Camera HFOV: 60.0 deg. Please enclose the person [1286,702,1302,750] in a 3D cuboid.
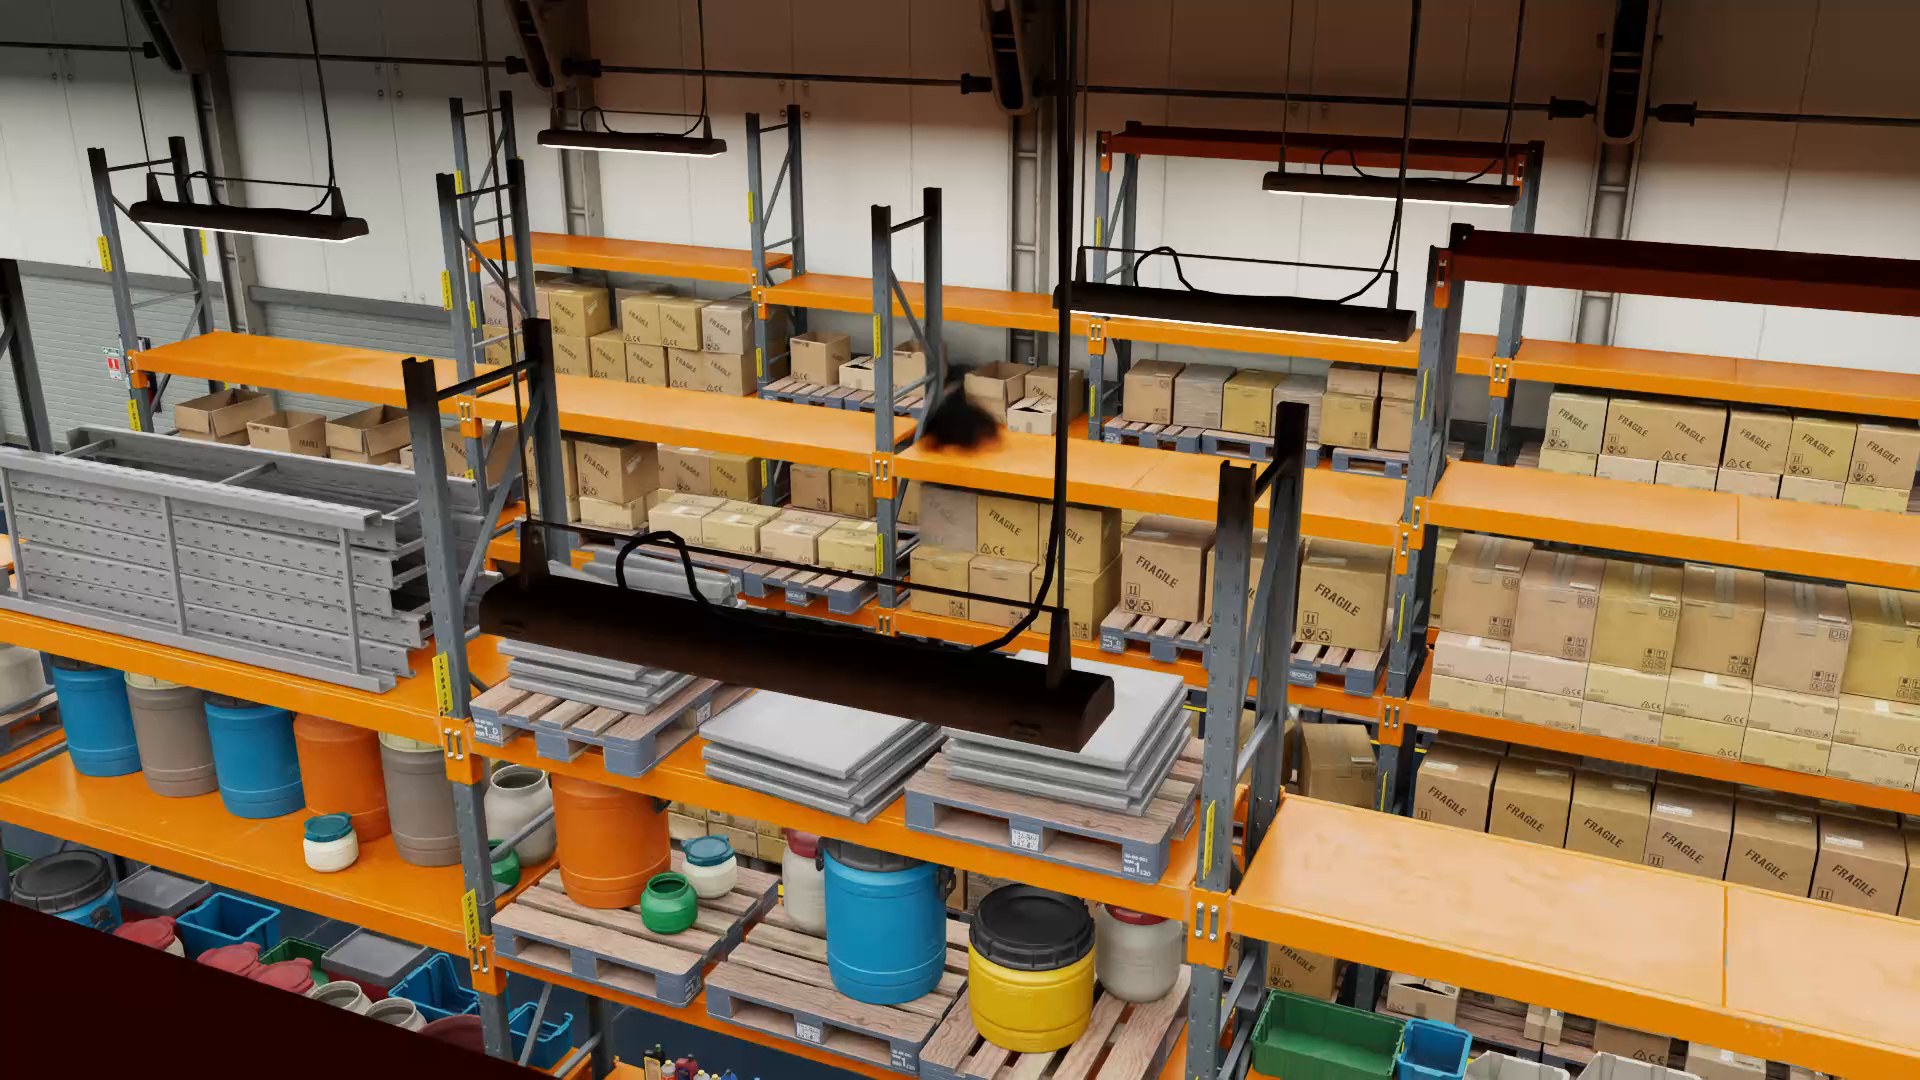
[{"bbox_3d":[3.126,1.636,16.003,0.942,1.666,0.611,1,21,3],"label":"person"}]
